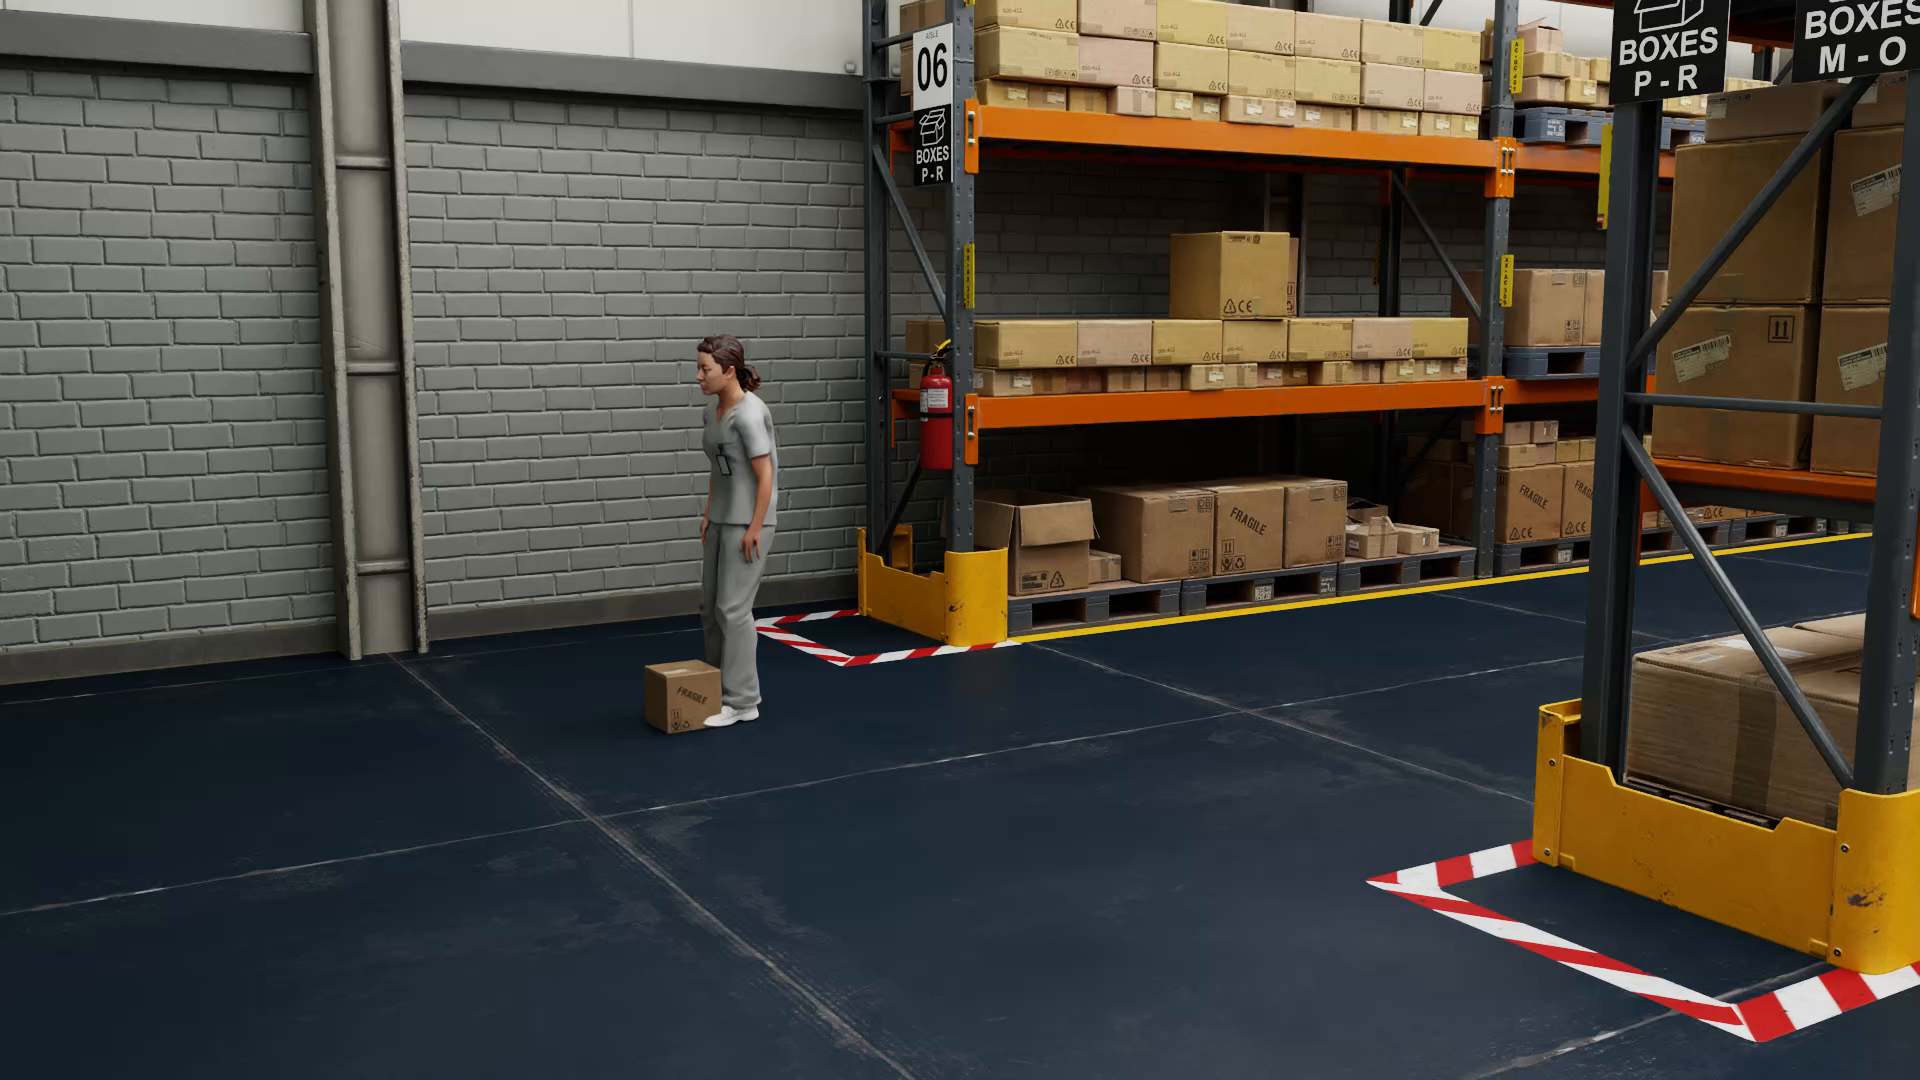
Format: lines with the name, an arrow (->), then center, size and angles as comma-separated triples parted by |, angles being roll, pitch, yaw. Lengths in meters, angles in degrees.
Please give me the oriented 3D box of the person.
person -> -1.012, -0.019, 7.175 | 0.401, 1.612, 0.497 | -5, 10, -33
